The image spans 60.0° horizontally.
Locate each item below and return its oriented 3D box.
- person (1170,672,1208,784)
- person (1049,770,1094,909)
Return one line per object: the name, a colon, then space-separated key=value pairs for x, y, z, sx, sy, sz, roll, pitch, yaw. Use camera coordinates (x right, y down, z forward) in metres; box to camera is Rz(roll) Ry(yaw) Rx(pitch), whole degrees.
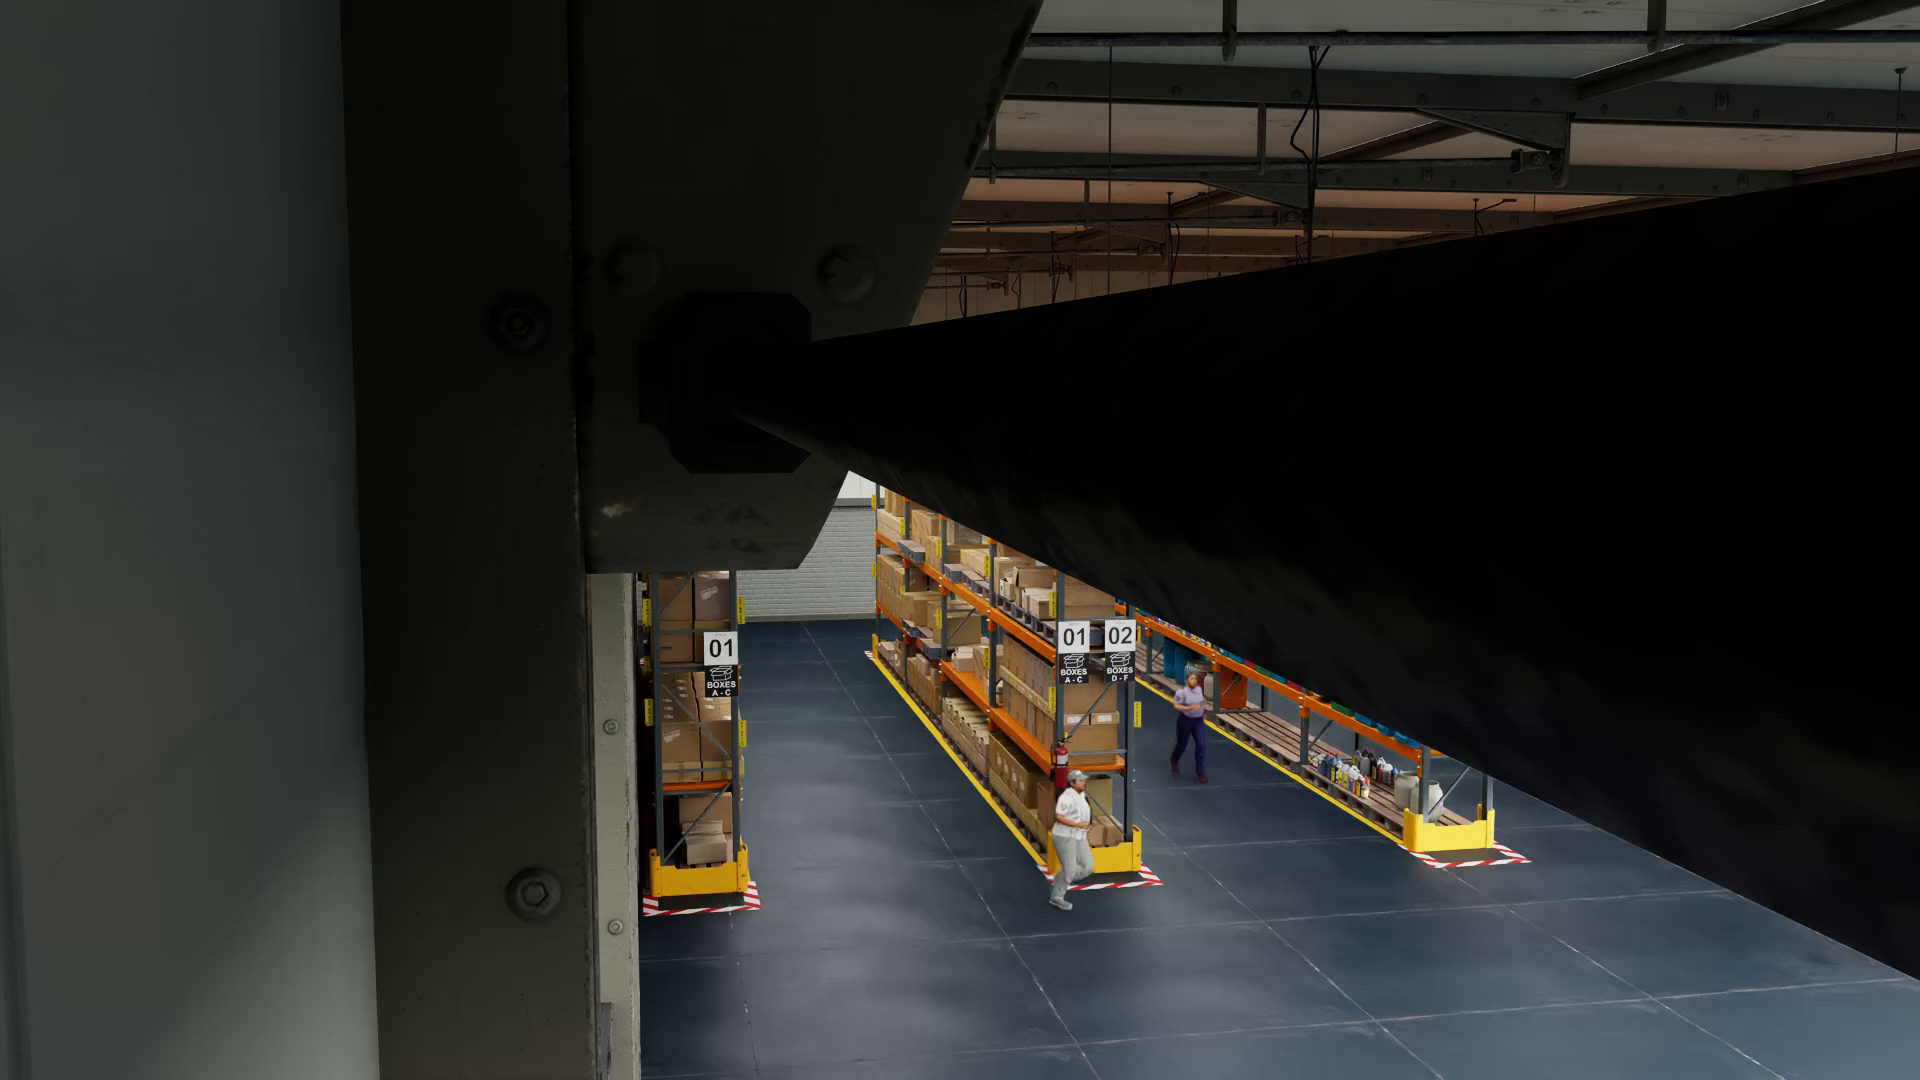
person: x=3.546 y=2.866 z=25.711 sx=0.624 sy=1.663 sz=0.858 roll=-2 pitch=6 yaw=-20
person: x=1.377 y=3.515 z=19.645 sx=0.548 sy=1.611 sz=0.620 roll=4 pitch=7 yaw=35
